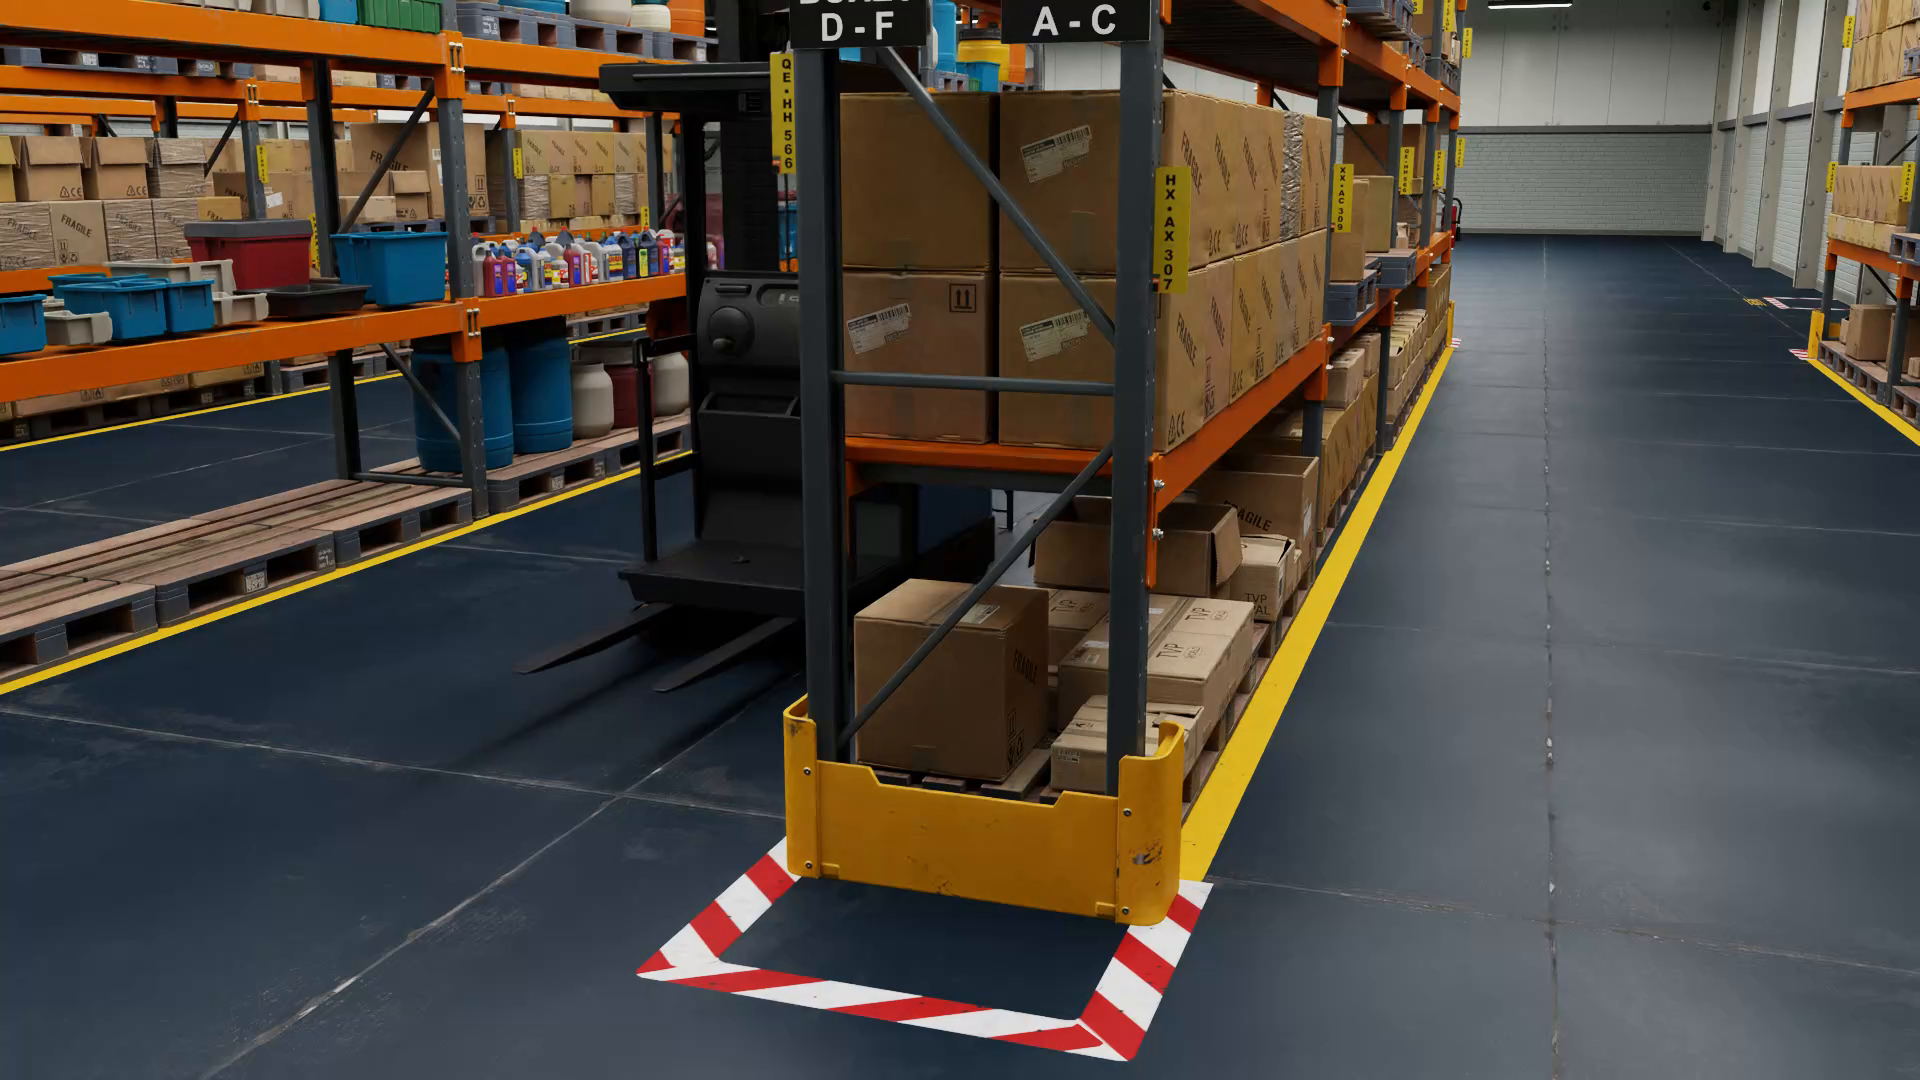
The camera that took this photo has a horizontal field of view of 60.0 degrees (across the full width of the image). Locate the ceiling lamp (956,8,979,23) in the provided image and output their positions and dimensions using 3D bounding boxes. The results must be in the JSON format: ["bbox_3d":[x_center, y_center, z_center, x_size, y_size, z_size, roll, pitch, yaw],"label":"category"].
[{"bbox_3d":[0.632,-15.899,45.805,2.000,3.185,0.800,4,14,18],"label":"ceiling lamp"}]

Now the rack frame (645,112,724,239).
[{"bbox_3d":[-2.060,-2.470,13.569,1.000,3.000,0.127,4,14,18],"label":"rack frame"}]

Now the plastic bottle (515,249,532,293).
[{"bbox_3d":[-2.737,-1.686,10.422,0.097,0.271,0.097,0,13,0],"label":"plastic bottle"}]

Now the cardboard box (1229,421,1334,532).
[{"bbox_3d":[1.719,-0.351,8.912,0.500,0.500,0.500,4,13,16],"label":"cardboard box"}]

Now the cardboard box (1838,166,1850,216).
[{"bbox_3d":[9.295,-3.561,16.957,0.500,0.500,0.500,4,14,19],"label":"cardboard box"}]

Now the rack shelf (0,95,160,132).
[{"bbox_3d":[-10.760,-4.738,18.381,1.077,0.370,4.000,4,14,18],"label":"rack shelf"}]

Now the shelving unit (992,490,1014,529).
[{"bbox_3d":[0.002,-0.733,9.327,0.431,1.500,0.755,4,14,18],"label":"shelving unit"}]

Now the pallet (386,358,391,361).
[{"bbox_3d":[-5.703,-2.145,18.413,1.003,0.211,1.213,4,14,18],"label":"pallet"}]

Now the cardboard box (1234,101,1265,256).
[{"bbox_3d":[0.759,-1.255,5.772,0.500,0.500,0.500,5,14,19],"label":"cardboard box"}]

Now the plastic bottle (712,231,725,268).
[{"bbox_3d":[-1.862,-2.249,12.861,0.061,0.283,0.133,4,14,18],"label":"plastic bottle"}]

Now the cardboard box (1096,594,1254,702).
[{"bbox_3d":[0.805,0.393,6.215,0.500,0.250,0.500,4,14,18],"label":"cardboard box"}]

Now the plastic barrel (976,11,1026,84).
[{"bbox_3d":[0.492,-5.920,20.032,0.600,0.830,0.708,4,14,18],"label":"plastic barrel"}]

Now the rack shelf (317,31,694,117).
[{"bbox_3d":[-2.707,-3.161,11.470,1.077,0.370,4.000,4,14,18],"label":"rack shelf"}]

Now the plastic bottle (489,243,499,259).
[{"bbox_3d":[-3.127,-1.849,11.139,0.097,0.271,0.097,0,13,0],"label":"plastic bottle"}]

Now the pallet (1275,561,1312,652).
[{"bbox_3d":[1.109,0.234,7.990,1.003,0.211,1.213,4,14,18],"label":"pallet"}]

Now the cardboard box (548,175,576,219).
[{"bbox_3d":[-5.053,-4.056,19.623,0.875,0.500,0.500,4,14,18],"label":"cardboard box"}]

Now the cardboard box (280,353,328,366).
[{"bbox_3d":[-6.548,-1.965,15.985,0.700,0.500,0.500,4,13,15],"label":"cardboard box"}]

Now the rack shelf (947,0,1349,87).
[{"bbox_3d":[0.685,-1.961,6.214,1.077,0.370,4.000,4,14,18],"label":"rack shelf"}]

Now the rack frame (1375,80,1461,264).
[{"bbox_3d":[5.214,-3.797,19.383,1.000,3.000,0.127,4,14,18],"label":"rack frame"}]

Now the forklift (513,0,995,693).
[{"bbox_3d":[-0.831,-1.000,7.281,1.130,2.935,3.031,5,14,21],"label":"forklift"}]

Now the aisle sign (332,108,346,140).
[{"bbox_3d":[-9.079,-6.193,24.040,0.394,0.787,0.004,4,14,18],"label":"aisle sign"}]

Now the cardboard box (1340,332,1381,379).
[{"bbox_3d":[2.531,-1.248,11.159,0.500,0.250,0.500,5,14,21],"label":"cardboard box"}]

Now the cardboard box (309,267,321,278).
[{"bbox_3d":[-9.258,-3.725,22.900,0.875,0.875,0.875,4,13,18],"label":"cardboard box"}]

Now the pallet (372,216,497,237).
[{"bbox_3d":[-5.837,-3.425,18.184,1.003,0.211,1.213,4,14,18],"label":"pallet"}]

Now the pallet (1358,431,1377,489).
[{"bbox_3d":[2.349,-0.599,11.637,1.003,0.211,1.213,4,14,18],"label":"pallet"}]

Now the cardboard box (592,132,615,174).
[{"bbox_3d":[-4.592,-4.743,20.388,0.500,0.500,0.500,4,14,18],"label":"cardboard box"}]

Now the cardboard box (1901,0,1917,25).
[{"bbox_3d":[8.682,-4.849,14.735,0.500,0.500,0.500,5,14,21],"label":"cardboard box"}]

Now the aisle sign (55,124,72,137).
[{"bbox_3d":[-13.808,-6.527,25.503,0.394,0.787,0.004,4,14,18],"label":"aisle sign"}]

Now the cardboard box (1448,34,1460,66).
[{"bbox_3d":[4.911,-5.110,17.338,0.500,0.311,0.500,6,14,25],"label":"cardboard box"}]

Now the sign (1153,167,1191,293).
[{"bbox_3d":[0.551,-0.811,4.356,0.100,0.325,0.005,4,14,18],"label":"sign"}]

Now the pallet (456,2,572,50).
[{"bbox_3d":[-3.193,-3.170,10.320,1.213,0.211,1.003,4,14,18],"label":"pallet"}]

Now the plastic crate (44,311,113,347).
[{"bbox_3d":[-3.855,-0.919,7.231,0.250,0.136,0.298,4,14,18],"label":"plastic crate"}]

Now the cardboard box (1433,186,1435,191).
[{"bbox_3d":[4.854,-3.795,17.692,0.380,0.149,0.250,5,14,20],"label":"cardboard box"}]

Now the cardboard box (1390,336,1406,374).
[{"bbox_3d":[3.235,-1.451,13.078,0.500,0.311,0.500,4,13,17],"label":"cardboard box"}]

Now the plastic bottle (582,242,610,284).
[{"bbox_3d":[-2.469,-1.881,11.268,0.152,0.276,0.135,4,14,18],"label":"plastic bottle"}]

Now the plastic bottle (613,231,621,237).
[{"bbox_3d":[-2.655,-2.244,12.859,0.152,0.276,0.135,4,14,18],"label":"plastic bottle"}]

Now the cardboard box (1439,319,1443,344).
[{"bbox_3d":[4.847,-2.210,17.667,0.500,0.250,0.500,4,14,18],"label":"cardboard box"}]

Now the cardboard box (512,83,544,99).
[{"bbox_3d":[-5.064,-5.134,18.839,0.500,0.250,0.500,4,13,16],"label":"cardboard box"}]

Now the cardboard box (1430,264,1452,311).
[{"bbox_3d":[5.323,-2.893,18.970,0.500,0.500,0.500,4,14,18],"label":"cardboard box"}]

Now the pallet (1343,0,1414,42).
[{"bbox_3d":[1.942,-2.992,9.537,1.213,0.211,1.003,4,14,18],"label":"pallet"}]

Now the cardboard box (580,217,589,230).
[{"bbox_3d":[-4.717,-3.835,20.114,0.380,0.149,0.250,4,14,18],"label":"cardboard box"}]

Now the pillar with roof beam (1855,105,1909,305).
[{"bbox_3d":[8.363,-7.730,23.131,9.100,9.000,0.400,4,14,18],"label":"pillar with roof beam"}]

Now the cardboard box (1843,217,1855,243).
[{"bbox_3d":[9.120,-3.081,16.537,0.500,0.250,0.500,4,13,18],"label":"cardboard box"}]

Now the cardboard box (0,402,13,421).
[{"bbox_3d":[-7.852,-1.290,12.228,1.225,0.875,0.875,4,14,19],"label":"cardboard box"}]

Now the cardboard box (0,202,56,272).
[{"bbox_3d":[-7.331,-2.323,12.701,0.500,0.500,0.500,4,13,17],"label":"cardboard box"}]

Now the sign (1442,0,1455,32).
[{"bbox_3d":[4.437,-4.786,15.105,0.100,0.325,0.005,4,14,18],"label":"sign"}]

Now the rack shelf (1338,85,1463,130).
[{"bbox_3d":[4.567,-4.488,17.284,1.077,0.370,4.000,4,14,18],"label":"rack shelf"}]

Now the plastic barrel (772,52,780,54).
[{"bbox_3d":[-1.669,-4.030,13.413,0.421,0.512,0.421,0,13,0],"label":"plastic barrel"}]

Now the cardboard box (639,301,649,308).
[{"bbox_3d":[-4.376,-3.367,22.172,0.500,0.500,0.500,7,15,29],"label":"cardboard box"}]

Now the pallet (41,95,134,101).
[{"bbox_3d":[-10.362,-5.220,19.305,0.805,0.209,1.217,4,13,16],"label":"pallet"}]

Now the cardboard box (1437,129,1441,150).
[{"bbox_3d":[5.034,-4.370,18.752,0.700,0.500,0.500,4,14,19],"label":"cardboard box"}]

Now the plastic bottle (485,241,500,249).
[{"bbox_3d":[-3.207,-1.885,11.285,0.152,0.276,0.135,4,14,18],"label":"plastic bottle"}]

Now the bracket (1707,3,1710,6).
[{"bbox_3d":[20.576,-14.715,45.648,0.076,0.066,3.189,4,14,18],"label":"bracket"}]

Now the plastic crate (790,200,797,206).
[{"bbox_3d":[-1.247,-2.819,14.956,0.402,0.464,0.583,4,14,18],"label":"plastic crate"}]

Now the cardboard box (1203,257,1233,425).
[{"bbox_3d":[0.593,-0.660,5.416,0.500,0.500,0.500,4,14,18],"label":"cardboard box"}]
